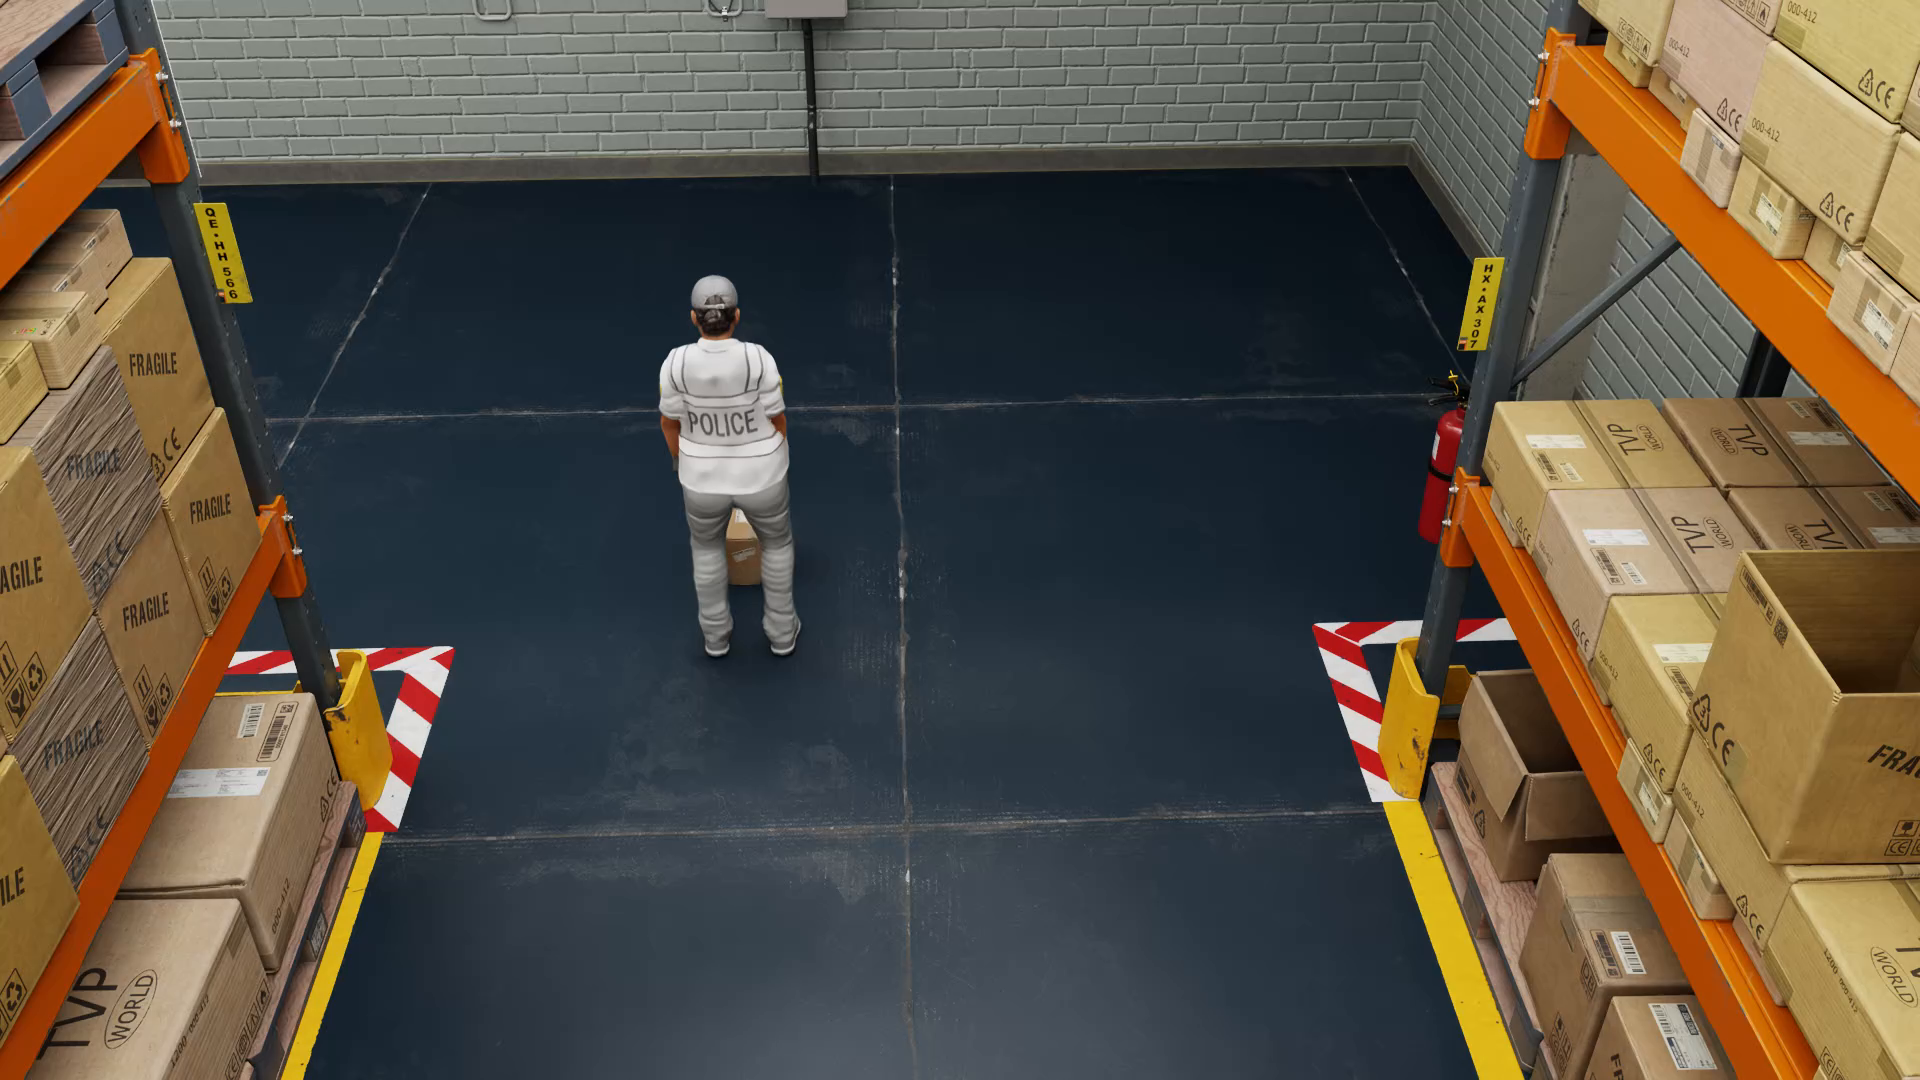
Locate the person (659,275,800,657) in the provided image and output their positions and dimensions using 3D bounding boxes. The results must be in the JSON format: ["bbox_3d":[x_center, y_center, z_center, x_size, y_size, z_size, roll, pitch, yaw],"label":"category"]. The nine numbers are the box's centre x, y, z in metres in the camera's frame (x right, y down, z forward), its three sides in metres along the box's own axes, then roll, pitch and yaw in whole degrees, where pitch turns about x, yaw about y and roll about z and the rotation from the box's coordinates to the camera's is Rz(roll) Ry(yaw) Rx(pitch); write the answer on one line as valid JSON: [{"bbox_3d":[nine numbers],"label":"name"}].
[{"bbox_3d":[-0.906,-0.257,6.534,0.483,1.643,0.429,-1,35,-1],"label":"person"}]
